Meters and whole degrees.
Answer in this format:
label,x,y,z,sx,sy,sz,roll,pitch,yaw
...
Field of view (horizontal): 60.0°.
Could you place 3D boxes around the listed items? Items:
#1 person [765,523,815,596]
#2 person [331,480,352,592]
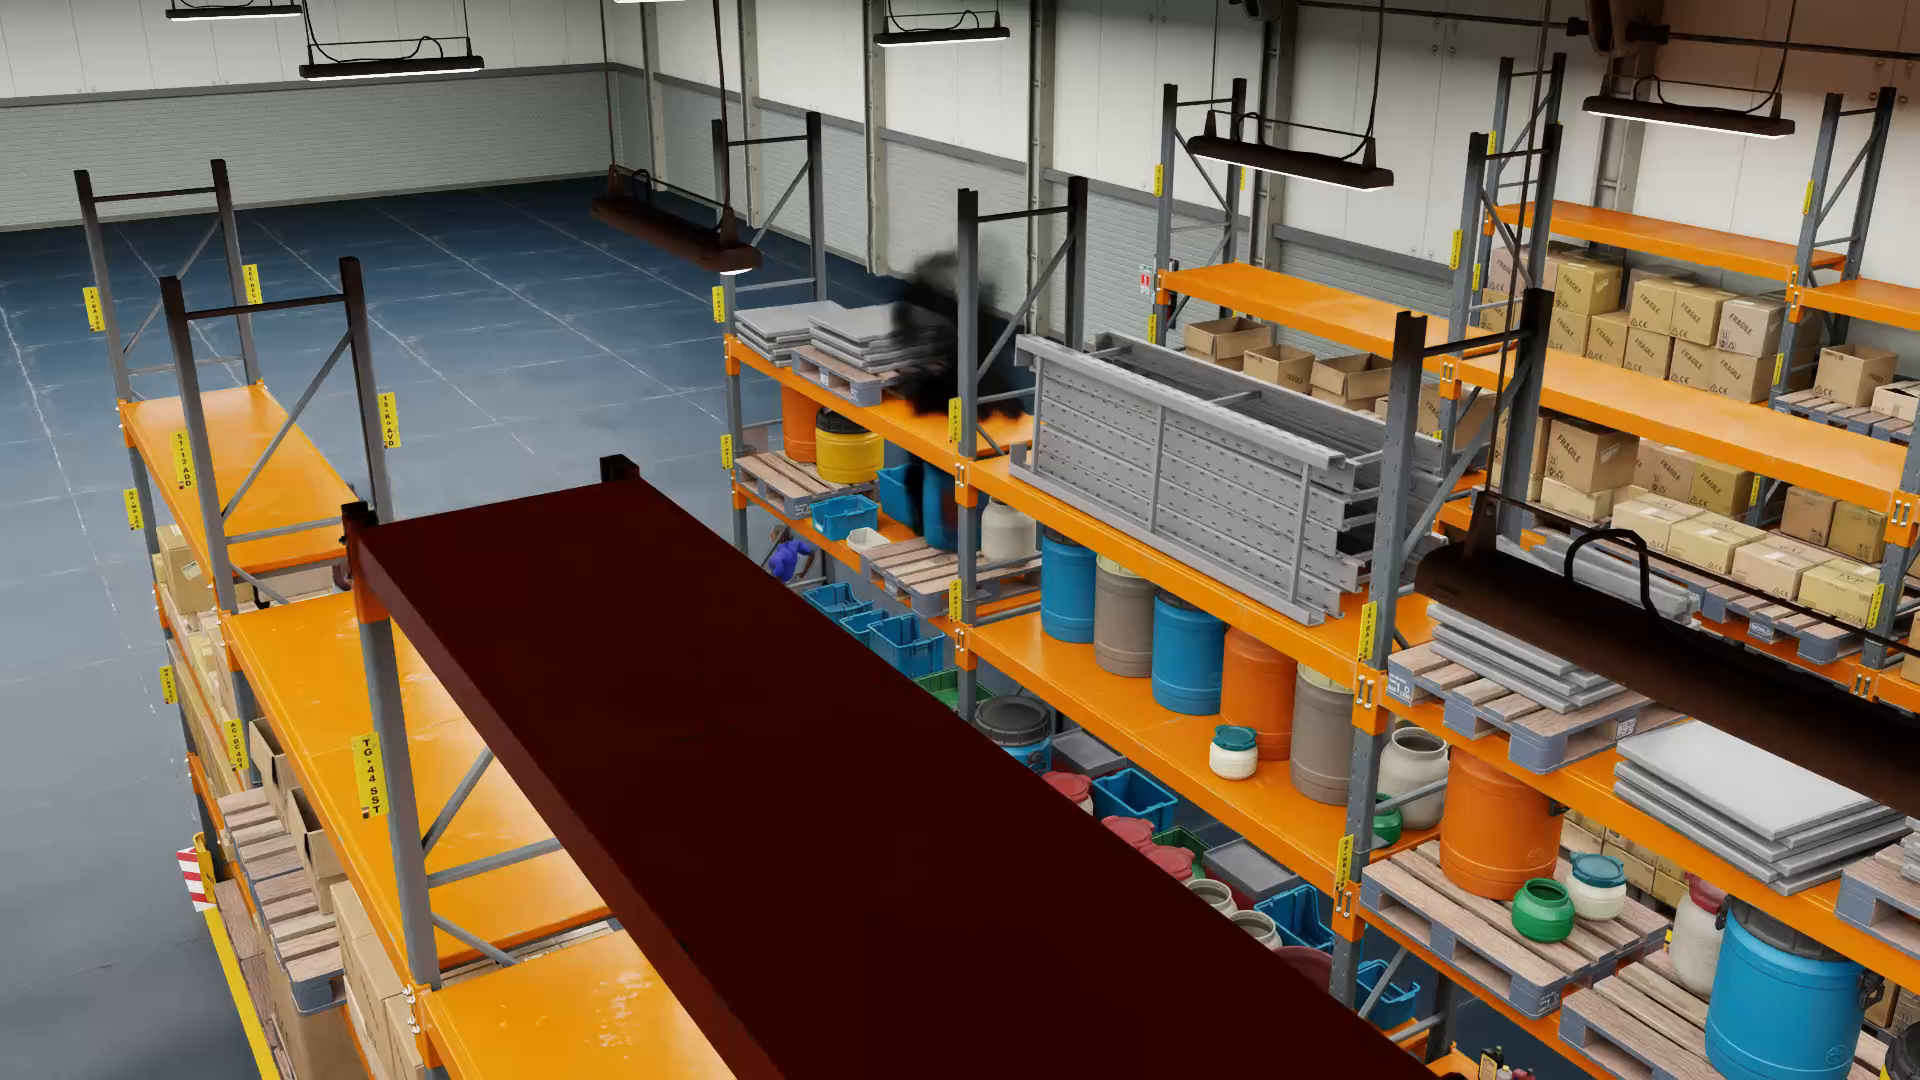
label,x,y,z,sx,sy,sz,roll,pitch,yaw
person,-1.849,0.566,17.779,0.866,1.641,0.613,7,23,17
person,-7.012,0.079,18.944,0.645,1.642,0.554,-6,23,-15
